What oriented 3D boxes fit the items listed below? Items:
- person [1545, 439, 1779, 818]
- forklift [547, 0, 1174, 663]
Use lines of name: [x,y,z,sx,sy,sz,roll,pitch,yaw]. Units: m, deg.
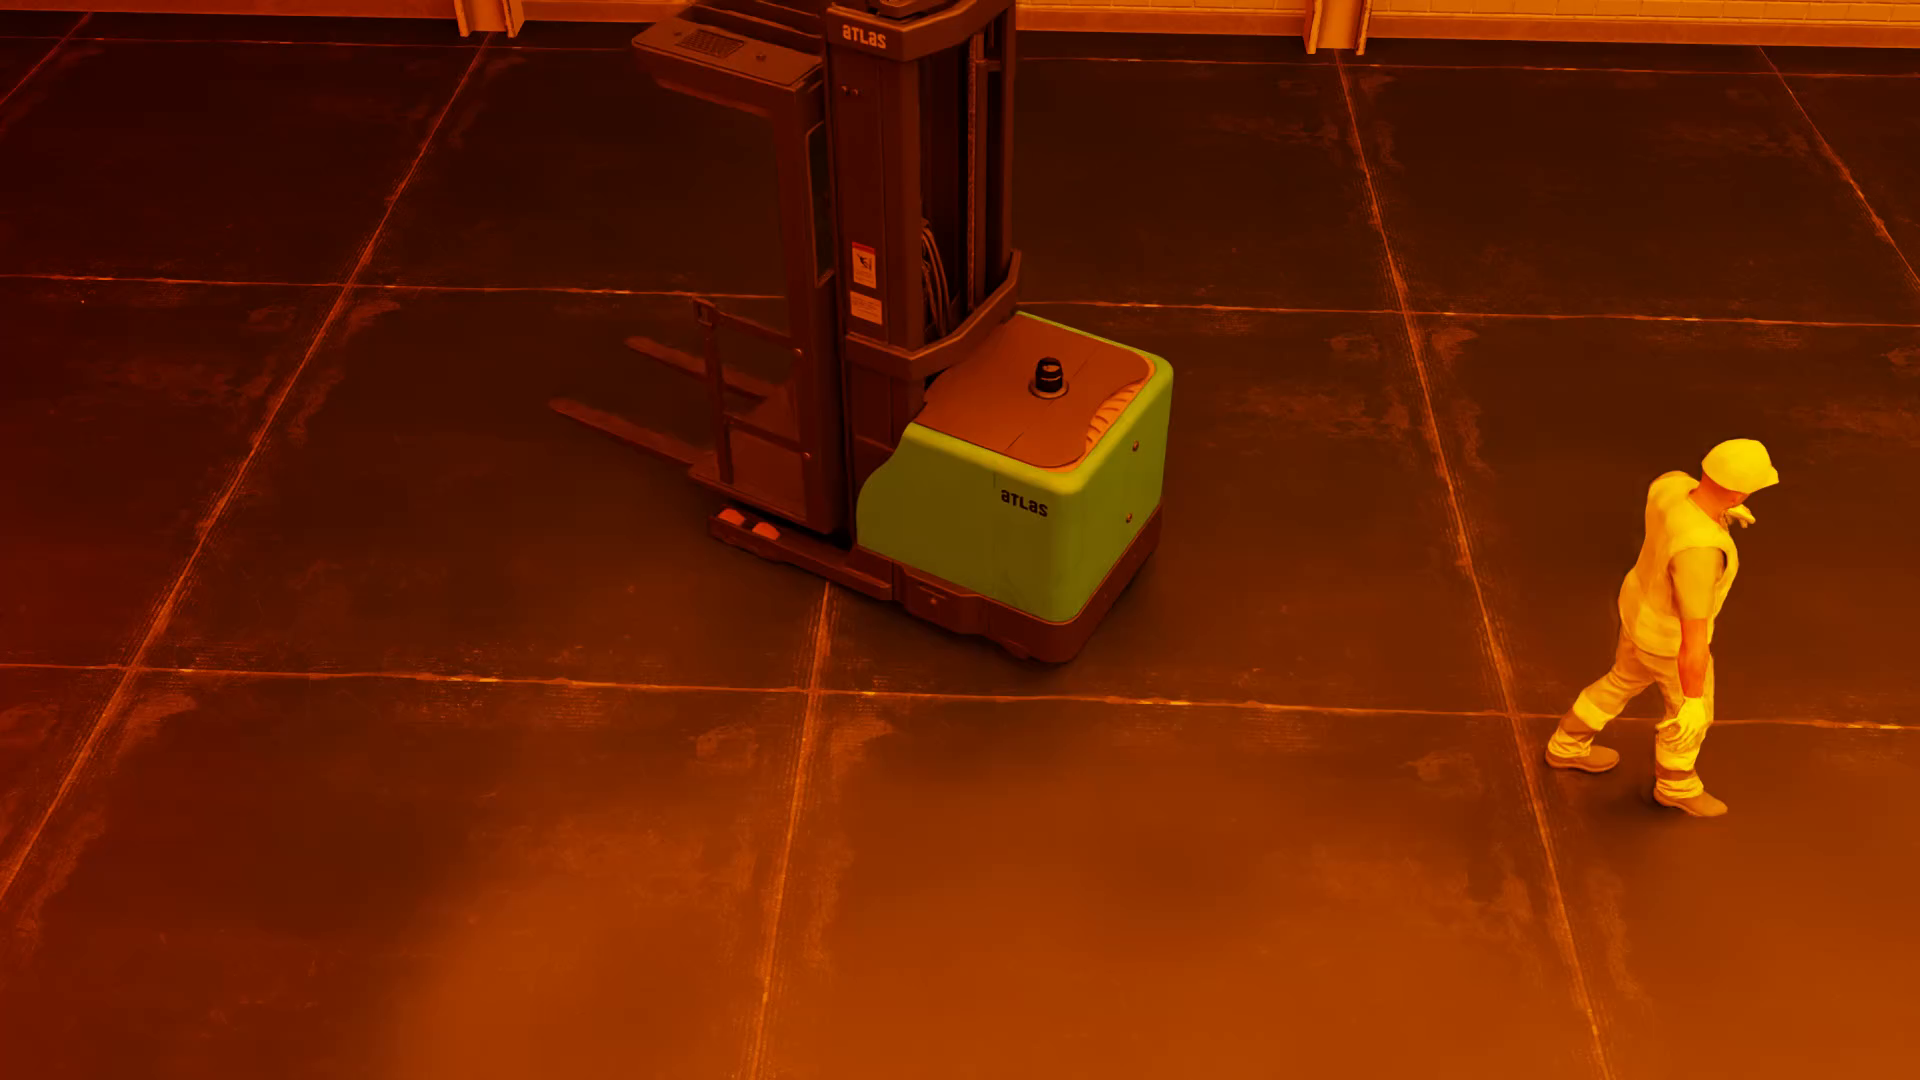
person: [2.765,0.358,6.242,0.698,1.781,1.031,3,42,3]
forklift: [-0.596,-1.283,7.148,3.031,2.935,1.130,21,47,22]
